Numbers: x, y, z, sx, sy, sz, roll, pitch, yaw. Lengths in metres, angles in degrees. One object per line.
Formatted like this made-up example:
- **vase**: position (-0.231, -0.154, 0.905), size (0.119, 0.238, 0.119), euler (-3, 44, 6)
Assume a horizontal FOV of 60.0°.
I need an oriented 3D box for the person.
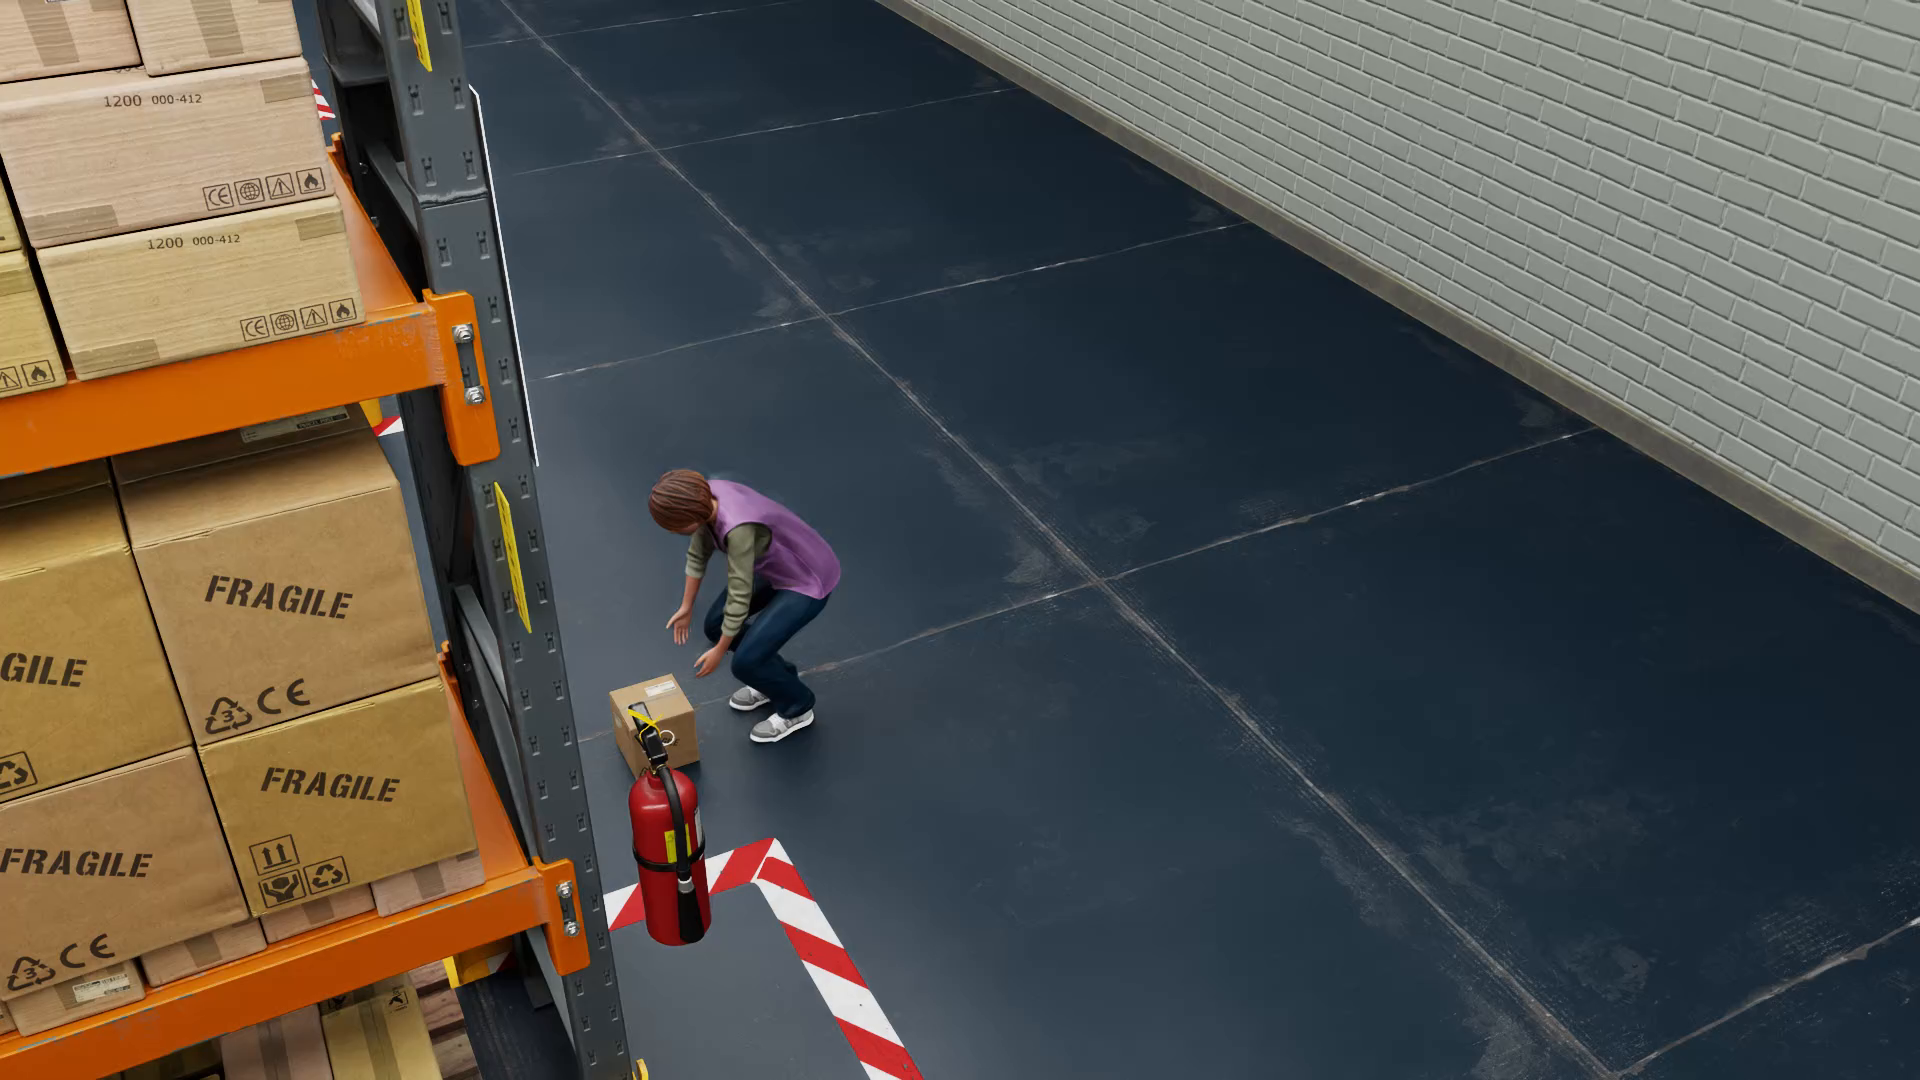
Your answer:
- **person**: position (-0.829, 0.392, 6.280), size (0.808, 0.802, 0.441), euler (-16, 37, -23)
